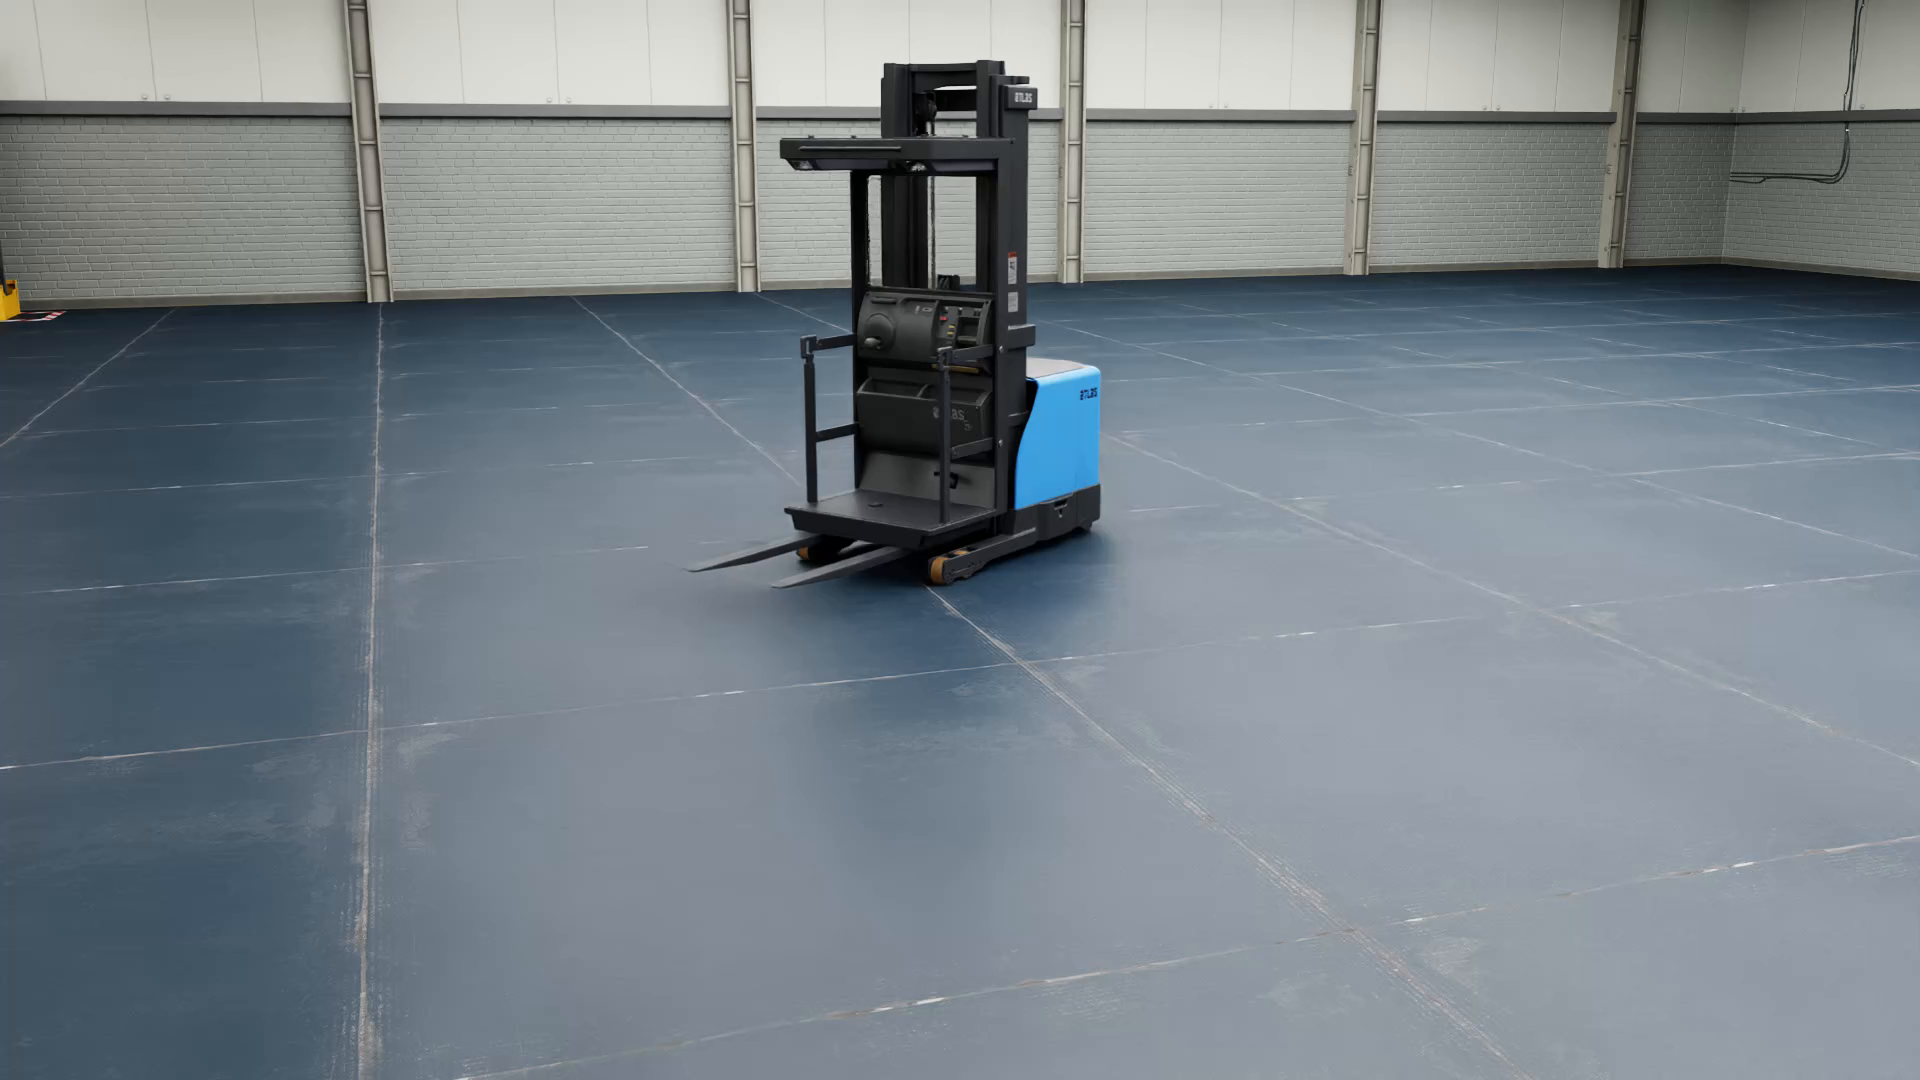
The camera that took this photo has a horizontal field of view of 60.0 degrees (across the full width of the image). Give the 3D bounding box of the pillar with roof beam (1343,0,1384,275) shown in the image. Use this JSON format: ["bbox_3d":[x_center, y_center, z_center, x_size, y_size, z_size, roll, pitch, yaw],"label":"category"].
[{"bbox_3d":[9.084,-8.615,27.414,0.400,9.000,9.100,-4,14,-18],"label":"pillar with roof beam"}]

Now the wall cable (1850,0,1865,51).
[{"bbox_3d":[17.474,-10.282,30.221,0.112,2.526,3.097,-4,14,-18],"label":"wall cable"}]

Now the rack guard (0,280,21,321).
[{"bbox_3d":[-14.066,-3.509,24.313,0.348,0.500,1.175,-4,14,-18],"label":"rack guard"}]

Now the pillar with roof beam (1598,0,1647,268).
[{"bbox_3d":[14.771,-9.058,29.276,0.400,9.000,9.100,-4,14,-18],"label":"pillar with roof beam"}]

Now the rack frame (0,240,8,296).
[{"bbox_3d":[-14.088,-4.723,24.016,0.127,3.000,1.000,-4,14,-18],"label":"rack frame"}]

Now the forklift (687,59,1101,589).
[{"bbox_3d":[-0.338,-1.291,9.735,1.130,2.935,3.031,9,16,34],"label":"forklift"}]

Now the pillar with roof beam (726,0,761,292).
[{"bbox_3d":[-2.289,-7.729,23.691,0.400,9.000,9.100,-4,14,-18],"label":"pillar with roof beam"}]

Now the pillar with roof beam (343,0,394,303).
[{"bbox_3d":[-7.976,-7.286,21.829,0.400,9.000,9.100,-4,14,-18],"label":"pillar with roof beam"}]

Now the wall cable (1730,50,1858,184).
[{"bbox_3d":[16.611,-8.419,33.300,0.112,2.526,3.097,-4,14,-18],"label":"wall cable"}]

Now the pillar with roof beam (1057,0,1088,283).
[{"bbox_3d":[3.397,-8.172,25.553,0.400,9.000,9.100,-4,14,-18],"label":"pillar with roof beam"}]
